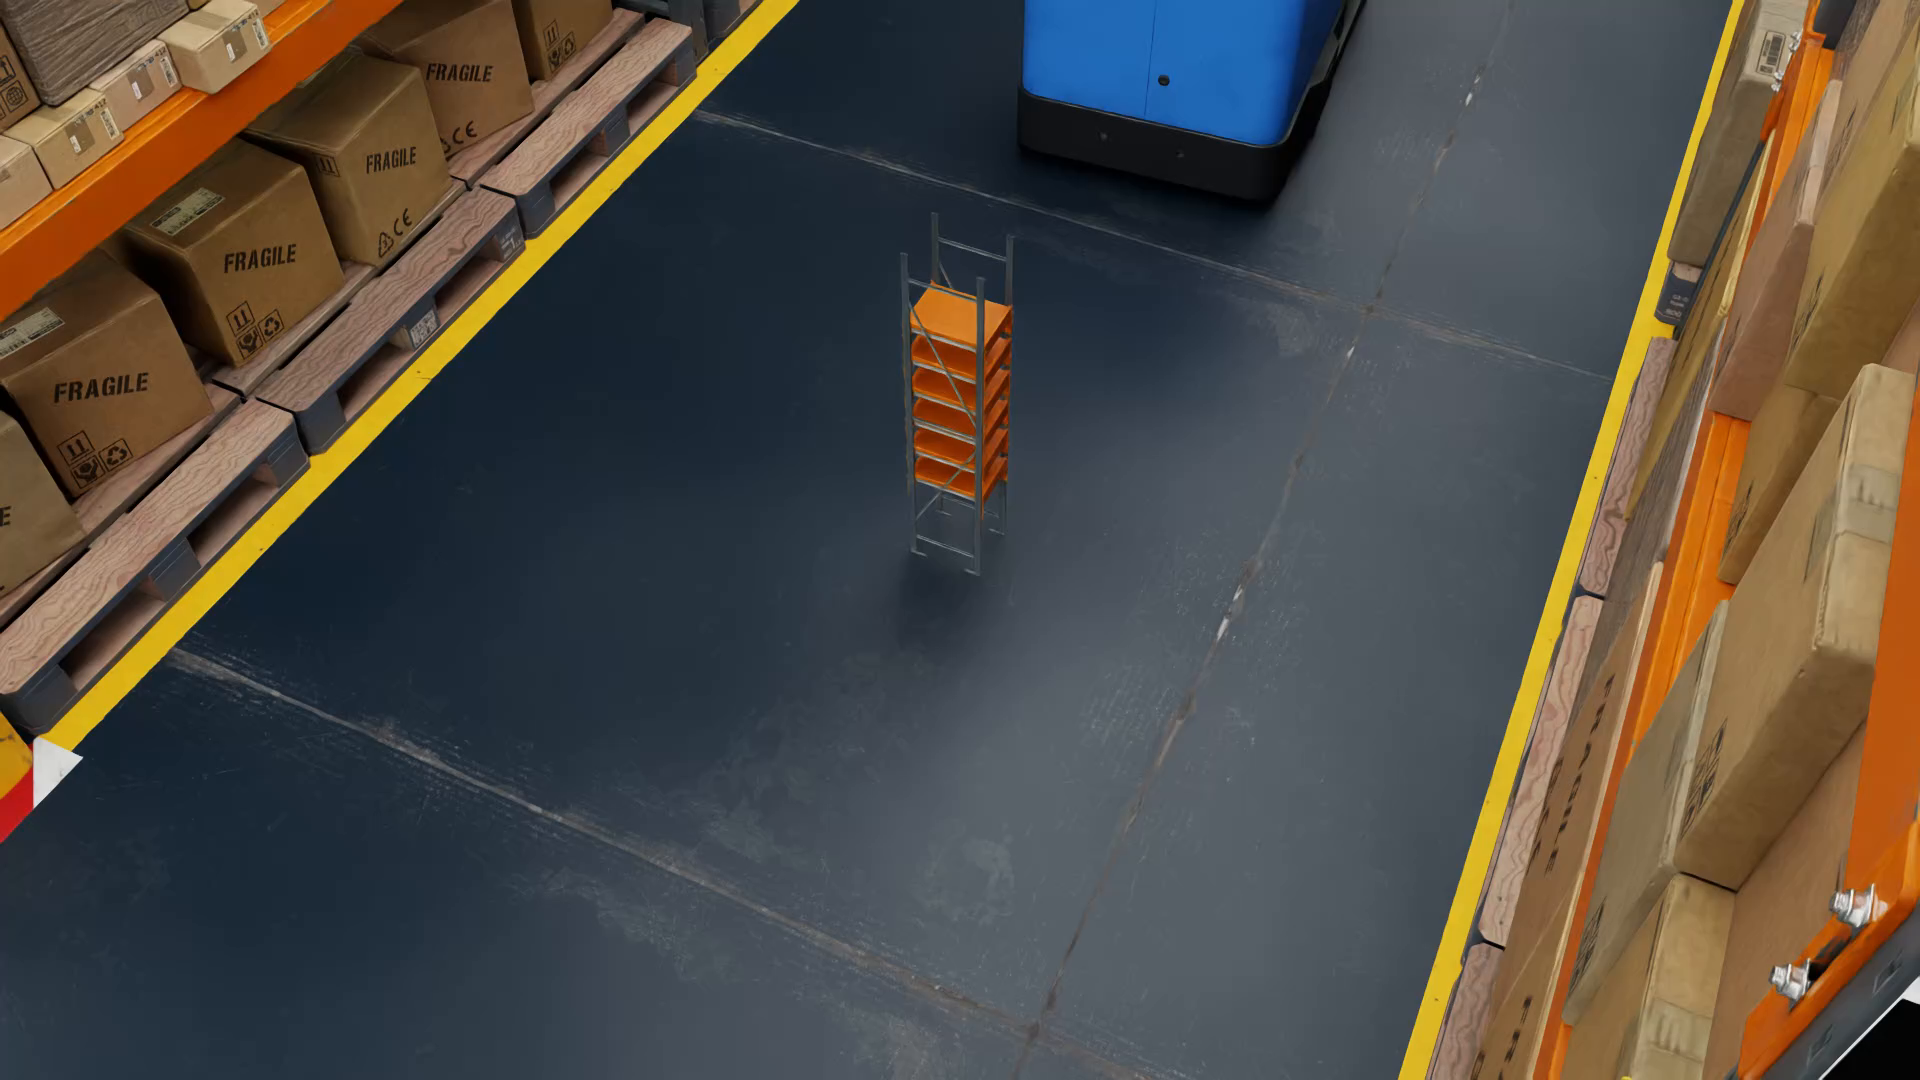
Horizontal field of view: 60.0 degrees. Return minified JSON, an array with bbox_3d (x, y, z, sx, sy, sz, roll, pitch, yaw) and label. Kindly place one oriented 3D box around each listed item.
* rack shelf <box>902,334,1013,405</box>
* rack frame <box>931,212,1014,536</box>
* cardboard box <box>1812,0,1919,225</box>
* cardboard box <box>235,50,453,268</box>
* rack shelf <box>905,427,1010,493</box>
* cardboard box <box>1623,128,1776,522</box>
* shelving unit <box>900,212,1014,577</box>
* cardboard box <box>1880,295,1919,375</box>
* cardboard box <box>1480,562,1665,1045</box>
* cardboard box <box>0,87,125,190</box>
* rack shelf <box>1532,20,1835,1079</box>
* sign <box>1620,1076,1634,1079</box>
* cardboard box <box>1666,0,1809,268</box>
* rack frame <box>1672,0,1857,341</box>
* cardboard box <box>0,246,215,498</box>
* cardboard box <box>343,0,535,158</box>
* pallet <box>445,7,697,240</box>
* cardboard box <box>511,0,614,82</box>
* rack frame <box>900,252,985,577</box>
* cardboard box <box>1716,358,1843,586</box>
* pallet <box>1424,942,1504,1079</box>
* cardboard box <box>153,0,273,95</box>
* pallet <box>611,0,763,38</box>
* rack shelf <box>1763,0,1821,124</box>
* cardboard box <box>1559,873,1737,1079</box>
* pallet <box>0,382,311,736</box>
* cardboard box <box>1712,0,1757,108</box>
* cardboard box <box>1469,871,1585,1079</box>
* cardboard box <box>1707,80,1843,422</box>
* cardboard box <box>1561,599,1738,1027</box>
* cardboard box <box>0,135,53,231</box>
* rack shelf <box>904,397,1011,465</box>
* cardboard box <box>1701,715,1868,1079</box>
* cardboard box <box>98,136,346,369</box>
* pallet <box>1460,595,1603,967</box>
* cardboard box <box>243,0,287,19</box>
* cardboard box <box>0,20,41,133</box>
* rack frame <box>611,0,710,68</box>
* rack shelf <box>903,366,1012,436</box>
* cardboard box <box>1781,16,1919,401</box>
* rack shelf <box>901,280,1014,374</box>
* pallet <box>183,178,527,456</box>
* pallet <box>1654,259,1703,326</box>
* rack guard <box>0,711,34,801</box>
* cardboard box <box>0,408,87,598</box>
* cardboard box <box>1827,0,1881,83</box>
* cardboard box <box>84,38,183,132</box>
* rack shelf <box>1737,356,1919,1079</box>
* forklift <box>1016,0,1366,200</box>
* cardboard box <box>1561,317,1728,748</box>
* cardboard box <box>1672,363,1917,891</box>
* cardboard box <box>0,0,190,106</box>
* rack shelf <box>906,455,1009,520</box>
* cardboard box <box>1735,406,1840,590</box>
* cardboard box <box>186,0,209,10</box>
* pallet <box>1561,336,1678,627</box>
[{"bbox_3d":[-0.006,-0.506,4.636,0.258,0.103,0.180,20,52,16],"label":"rack shelf"},{"bbox_3d":[0.033,-0.442,4.838,0.240,1.200,0.006,20,52,16],"label":"rack frame"},{"bbox_3d":[2.238,-0.862,3.206,0.875,0.550,0.550,20,52,16],"label":"cardboard box"},{"bbox_3d":[-2.169,-1.347,5.792,0.500,0.500,0.500,16,51,13],"label":"cardboard box"},{"bbox_3d":[-0.006,-0.272,4.910,0.258,0.103,0.180,20,52,16],"label":"rack shelf"},{"bbox_3d":[2.579,-0.487,4.814,0.875,0.875,0.875,21,53,17],"label":"cardboard box"},{"bbox_3d":[-0.006,-0.379,4.785,0.258,1.200,0.189,20,52,16],"label":"shelving unit"},{"bbox_3d":[1.910,-0.087,2.547,0.875,0.550,0.550,20,52,16],"label":"cardboard box"},{"bbox_3d":[1.807,0.762,3.751,0.875,0.875,0.875,19,52,16],"label":"cardboard box"},{"bbox_3d":[-2.456,-1.098,4.379,0.380,0.149,0.250,20,52,16],"label":"cardboard box"},{"bbox_3d":[2.057,0.161,3.616,1.077,0.370,4.000,20,52,16],"label":"rack shelf"},{"bbox_3d":[0.718,0.667,1.797,0.100,0.325,0.005,20,52,16],"label":"sign"},{"bbox_3d":[3.095,-1.313,5.599,1.050,0.750,0.750,20,52,16],"label":"cardboard box"},{"bbox_3d":[2.911,-1.450,4.514,1.000,3.000,0.127,20,52,16],"label":"rack frame"},{"bbox_3d":[-2.732,-0.552,5.116,0.500,0.500,0.500,33,57,25],"label":"cardboard box"},{"bbox_3d":[-1.975,-1.800,6.177,0.500,0.500,0.500,36,58,27],"label":"cardboard box"},{"bbox_3d":[-1.785,-1.755,6.605,1.003,0.211,1.213,20,52,16],"label":"pallet"},{"bbox_3d":[-1.737,-2.197,6.515,0.500,0.500,0.500,18,52,15],"label":"cardboard box"},{"bbox_3d":[-0.045,-0.316,4.731,0.240,1.200,0.006,20,52,16],"label":"rack frame"},{"bbox_3d":[2.077,-0.123,3.287,0.875,0.550,0.500,20,52,16],"label":"cardboard box"},{"bbox_3d":[1.473,1.633,3.722,1.003,0.211,1.213,20,52,16],"label":"pallet"},{"bbox_3d":[-2.173,-1.417,4.651,0.380,0.149,0.250,20,52,16],"label":"cardboard box"},{"bbox_3d":[-1.199,-2.766,7.465,1.003,0.211,1.213,20,52,16],"label":"pallet"},{"bbox_3d":[3.766,-2.594,5.960,1.077,0.370,4.000,20,52,16],"label":"rack shelf"},{"bbox_3d":[1.320,0.986,2.343,0.875,0.550,0.550,20,52,16],"label":"cardboard box"},{"bbox_3d":[-2.827,-0.075,5.175,1.003,0.211,1.213,20,52,16],"label":"pallet"},{"bbox_3d":[3.511,-1.976,6.164,1.050,0.750,0.750,20,52,16],"label":"cardboard box"},{"bbox_3d":[1.433,1.369,3.235,0.875,0.875,0.875,20,53,16],"label":"cardboard box"},{"bbox_3d":[2.213,-0.521,3.625,0.875,0.550,0.550,20,52,16],"label":"cardboard box"},{"bbox_3d":[1.535,0.600,2.671,0.875,0.550,0.550,20,52,16],"label":"cardboard box"},{"bbox_3d":[-2.569,-0.928,4.235,0.380,0.149,0.250,20,52,16],"label":"cardboard box"},{"bbox_3d":[-0.006,-0.350,4.818,0.258,0.103,0.180,20,52,16],"label":"rack shelf"},{"bbox_3d":[1.396,0.663,1.908,0.875,0.550,0.550,20,52,16],"label":"cardboard box"},{"bbox_3d":[-2.448,-0.977,5.477,0.500,0.500,0.500,24,54,19],"label":"cardboard box"},{"bbox_3d":[1.996,0.795,4.435,1.003,0.211,1.213,20,52,16],"label":"pallet"},{"bbox_3d":[-2.186,-1.632,4.834,0.380,0.149,0.250,20,52,16],"label":"cardboard box"},{"bbox_3d":[-2.874,-1.260,4.092,0.875,0.500,0.500,20,52,16],"label":"cardboard box"},{"bbox_3d":[-1.530,-3.133,5.946,1.000,3.000,0.127,20,52,16],"label":"rack frame"},{"bbox_3d":[-0.006,-0.428,4.727,0.258,0.103,0.180,20,52,16],"label":"rack shelf"},{"bbox_3d":[2.019,-0.494,2.893,0.875,0.550,0.500,20,52,16],"label":"cardboard box"},{"bbox_3d":[-0.006,-0.583,4.544,0.258,0.103,0.180,20,52,16],"label":"rack shelf"},{"bbox_3d":[-2.305,-0.912,5.888,1.003,0.211,1.213,20,52,16],"label":"pallet"},{"bbox_3d":[3.173,-1.102,6.049,1.003,0.211,1.213,20,52,16],"label":"pallet"},{"bbox_3d":[-3.206,0.379,4.599,1.175,0.500,0.348,20,52,16],"label":"rack guard"},{"bbox_3d":[-2.957,-0.129,4.756,0.500,0.500,0.500,29,55,22],"label":"cardboard box"},{"bbox_3d":[2.765,-1.240,4.237,0.875,0.550,0.550,20,52,16],"label":"cardboard box"},{"bbox_3d":[-2.373,-1.279,4.533,0.380,0.149,0.250,20,52,16],"label":"cardboard box"},{"bbox_3d":[2.057,-0.811,2.474,1.077,0.370,4.000,20,52,16],"label":"rack shelf"},{"bbox_3d":[1.223,-3.374,6.196,1.130,2.935,3.031,16,52,13],"label":"forklift"},{"bbox_3d":[2.198,0.135,4.285,0.875,0.875,0.875,20,53,16],"label":"cardboard box"},{"bbox_3d":[1.548,0.255,2.256,0.875,0.550,0.550,20,52,16],"label":"cardboard box"},{"bbox_3d":[-2.621,-1.591,4.373,0.875,0.500,0.500,20,52,16],"label":"cardboard box"},{"bbox_3d":[-0.006,-0.195,5.001,0.258,0.103,0.180,20,52,16],"label":"rack shelf"},{"bbox_3d":[1.888,0.255,2.965,0.875,0.550,0.550,20,52,16],"label":"cardboard box"},{"bbox_3d":[-2.397,-1.931,4.663,0.875,0.500,0.500,20,52,16],"label":"cardboard box"},{"bbox_3d":[2.516,-0.048,5.152,1.003,0.211,1.213,20,52,16],"label":"pallet"}]
